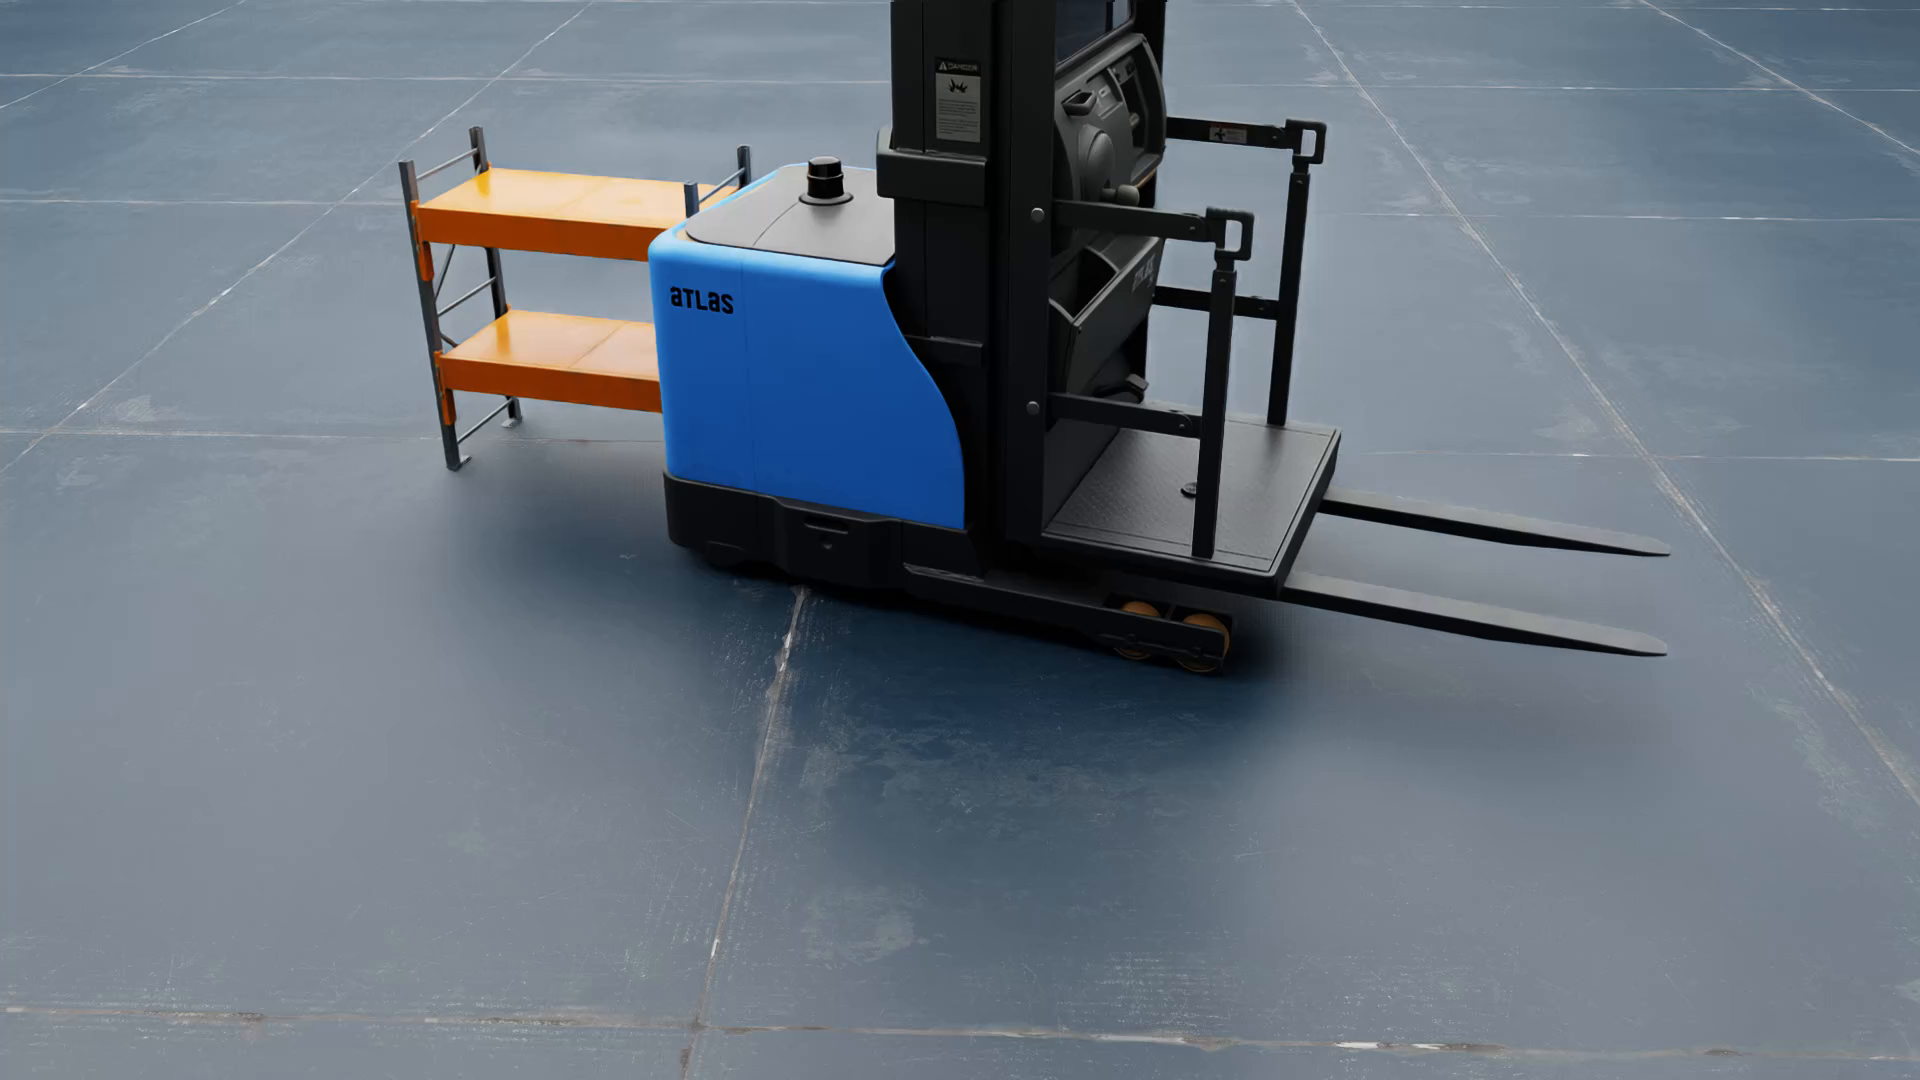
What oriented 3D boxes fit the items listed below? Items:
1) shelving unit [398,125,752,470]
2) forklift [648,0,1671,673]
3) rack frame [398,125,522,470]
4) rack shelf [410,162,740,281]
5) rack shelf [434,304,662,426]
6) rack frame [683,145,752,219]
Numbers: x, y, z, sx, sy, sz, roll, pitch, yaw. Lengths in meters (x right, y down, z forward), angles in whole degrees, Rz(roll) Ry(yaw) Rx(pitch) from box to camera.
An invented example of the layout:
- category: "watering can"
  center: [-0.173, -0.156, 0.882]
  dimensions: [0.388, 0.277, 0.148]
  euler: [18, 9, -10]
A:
- category: "shelving unit"
  center: [-1.289, -0.804, 5.858]
  dimensions: [1.048, 1.125, 0.538]
  euler: [7, 29, 13]
- category: "forklift"
  center: [0.619, -1.194, 4.664]
  dimensions: [3.031, 2.935, 1.130]
  euler: [10, 30, 19]
- category: "rack frame"
  center: [-1.779, -0.866, 5.975]
  dimensions: [0.032, 1.125, 0.500]
  euler: [7, 29, 13]
- category: "rack shelf"
  center: [-1.289, -1.063, 5.721]
  dimensions: [1.000, 0.278, 0.538]
  euler: [7, 29, 13]
- category: "rack shelf"
  center: [-1.289, -0.588, 5.972]
  dimensions: [1.000, 0.278, 0.538]
  euler: [7, 29, 13]
- category: "rack frame"
  center: [-0.798, -0.742, 5.741]
  dimensions: [0.032, 1.125, 0.500]
  euler: [7, 29, 13]
